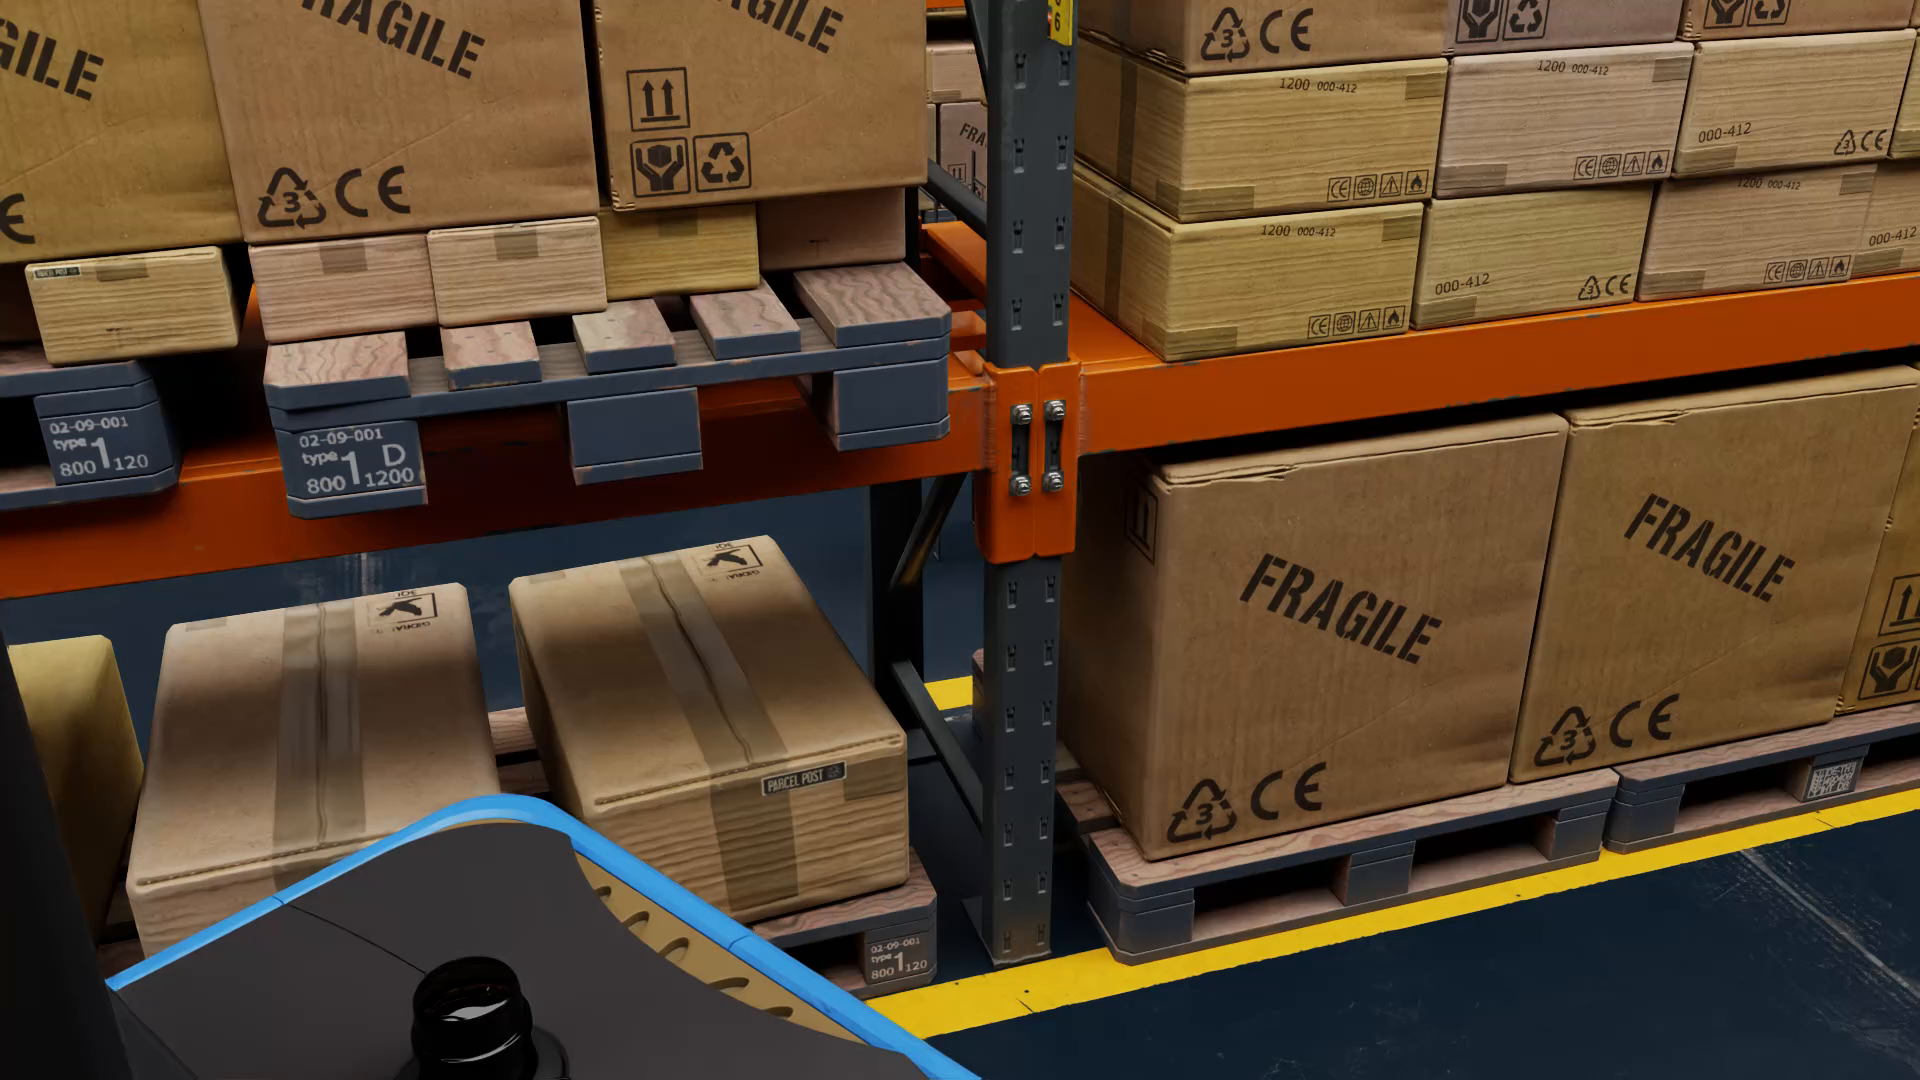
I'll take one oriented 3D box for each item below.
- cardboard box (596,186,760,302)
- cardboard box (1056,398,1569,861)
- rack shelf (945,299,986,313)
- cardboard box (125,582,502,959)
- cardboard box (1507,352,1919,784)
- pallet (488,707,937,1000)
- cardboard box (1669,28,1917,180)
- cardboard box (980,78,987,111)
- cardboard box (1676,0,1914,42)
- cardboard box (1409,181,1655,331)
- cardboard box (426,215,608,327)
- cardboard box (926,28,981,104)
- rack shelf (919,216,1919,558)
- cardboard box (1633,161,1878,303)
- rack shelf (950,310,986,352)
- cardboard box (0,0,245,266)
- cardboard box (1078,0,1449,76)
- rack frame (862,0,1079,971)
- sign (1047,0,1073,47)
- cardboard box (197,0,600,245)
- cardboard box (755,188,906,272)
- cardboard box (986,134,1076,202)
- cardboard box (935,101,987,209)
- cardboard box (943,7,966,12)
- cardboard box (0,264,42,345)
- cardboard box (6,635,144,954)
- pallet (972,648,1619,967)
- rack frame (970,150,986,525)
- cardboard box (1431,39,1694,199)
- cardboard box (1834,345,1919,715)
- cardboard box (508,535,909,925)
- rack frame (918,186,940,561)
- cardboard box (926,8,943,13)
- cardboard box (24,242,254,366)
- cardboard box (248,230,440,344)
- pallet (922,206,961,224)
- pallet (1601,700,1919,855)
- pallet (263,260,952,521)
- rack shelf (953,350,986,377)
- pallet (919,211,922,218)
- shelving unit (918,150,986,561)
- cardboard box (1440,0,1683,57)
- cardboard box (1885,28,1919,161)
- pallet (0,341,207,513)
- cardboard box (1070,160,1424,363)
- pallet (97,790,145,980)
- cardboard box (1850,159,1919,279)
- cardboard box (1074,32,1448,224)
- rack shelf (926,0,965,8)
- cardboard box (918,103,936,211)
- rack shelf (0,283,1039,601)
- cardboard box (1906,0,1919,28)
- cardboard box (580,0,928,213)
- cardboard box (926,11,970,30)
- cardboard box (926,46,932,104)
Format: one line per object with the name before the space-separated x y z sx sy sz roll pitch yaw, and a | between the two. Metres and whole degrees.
cardboard box | -0.494 -0.534 2.762 0.250 0.149 0.380 -8 27 -15
cardboard box | 0.659 0.033 3.726 0.875 0.875 0.875 -8 28 -17
rack shelf | -0.014 -0.711 4.892 0.180 0.103 0.258 -8 28 -16
cardboard box | -1.263 0.497 3.358 0.625 0.372 0.950 -9 28 -17
cardboard box | 1.509 -0.088 3.970 0.875 0.875 0.875 -8 27 -15
pallet | -0.767 0.686 3.631 1.213 0.211 1.003 -8 28 -16
cardboard box | 1.505 -0.926 3.349 0.500 0.250 0.500 -8 28 -16
cardboard box | 0.359 -1.001 3.500 0.500 0.250 0.500 -8 28 -16
cardboard box | 1.487 -1.264 3.187 0.500 0.500 0.500 -7 27 -15
cardboard box | 1.003 -0.642 3.339 0.500 0.250 0.500 -9 28 -18
cardboard box | -0.720 -0.480 2.654 0.250 0.149 0.380 -8 28 -17
cardboard box | 0.035 -2.279 7.962 0.500 0.250 0.500 -8 28 -16
rack shelf | 1.879 -0.623 3.941 4.000 0.370 1.077 -8 28 -16
cardboard box | 1.504 -0.712 3.479 0.500 0.250 0.500 -7 27 -14
rack shelf | -0.014 -0.603 4.946 0.180 0.103 0.258 -8 28 -16
cardboard box | -1.337 -0.710 2.388 0.500 0.500 0.500 -10 28 -20
cardboard box | 0.522 -1.127 2.911 0.500 0.500 0.500 -9 28 -18
rack frame | -0.023 -0.670 3.227 0.127 3.000 1.000 -8 28 -16
sign | 0.154 -0.925 2.527 0.005 0.325 0.100 -8 28 -16
cardboard box | -0.857 -0.780 2.529 0.500 0.500 0.500 -9 28 -17
cardboard box | -0.262 -0.601 2.898 0.250 0.149 0.380 -7 27 -14
cardboard box | 0.377 -0.782 3.621 0.500 0.250 0.500 -9 28 -18
cardboard box | 0.063 -1.951 8.144 0.500 0.500 0.500 -9 28 -17
cardboard box | 0.109 -4.551 12.961 0.875 0.875 1.225 -8 28 -16
cardboard box | -1.497 -0.424 2.540 0.250 0.149 0.380 -8 28 -16
cardboard box | -1.985 0.599 3.152 0.625 0.372 0.950 -7 27 -14
pallet | 0.750 0.502 4.001 1.213 0.211 1.003 -8 28 -16
rack frame | 0.073 -0.548 5.005 0.006 1.200 0.240 -8 28 -16
cardboard box | 1.027 -0.863 3.221 0.500 0.250 0.500 -8 27 -15
cardboard box | 2.359 -0.211 4.218 0.875 0.875 0.875 -7 27 -15
cardboard box | -0.563 0.392 3.569 0.625 0.372 0.950 -10 28 -20
rack frame | -0.101 -0.523 4.954 0.006 1.200 0.240 -8 28 -16
cardboard box | -0.740 -4.427 12.712 0.875 0.875 1.225 -9 28 -18
cardboard box | -1.219 -0.405 2.502 0.250 0.149 0.380 -8 27 -15
cardboard box | -0.962 -0.449 2.591 0.250 0.149 0.380 -10 28 -19
pallet | 0.249 -1.774 8.585 1.213 0.211 1.003 -8 28 -16
pallet | 1.908 0.336 4.336 1.213 0.211 1.003 -8 28 -16
pallet | -0.668 -0.441 2.981 1.003 0.211 1.213 -8 28 -16
rack shelf | -0.014 -0.496 4.999 0.180 0.103 0.258 -8 28 -16
pallet | -0.909 -1.607 8.250 1.213 0.211 1.003 -8 28 -16
shelving unit | -0.014 -0.535 4.979 0.189 1.200 0.258 -8 28 -16
cardboard box | 0.990 -1.200 3.056 0.500 0.500 0.500 -8 28 -16
cardboard box | 1.991 -0.991 3.479 0.500 0.250 0.500 -8 27 -15
pallet | -1.893 -0.294 2.685 1.213 0.211 1.003 -8 28 -16
cardboard box | 0.520 -0.564 3.181 0.500 0.250 0.500 -9 28 -17
pallet | -1.925 0.852 3.296 1.213 0.211 1.003 -8 28 -16
cardboard box | 1.972 -0.781 3.619 0.500 0.250 0.500 -8 28 -16
cardboard box | 0.535 -0.792 3.079 0.500 0.250 0.500 -8 28 -16
rack shelf | 0.250 -2.702 8.129 4.000 0.370 1.077 -8 28 -16
cardboard box | -0.423 -1.878 7.998 0.500 0.500 0.500 -8 27 -15
rack shelf | -1.925 -0.073 2.832 4.000 0.370 1.077 -8 28 -16
cardboard box | 1.968 -1.332 3.324 0.500 0.500 0.500 -8 27 -15
cardboard box | -0.369 -0.856 2.682 0.500 0.500 0.500 -9 28 -18
cardboard box | -0.118 -2.496 8.400 0.500 0.250 0.500 -8 27 -15
cardboard box | -0.439 -2.216 7.836 0.500 0.250 0.500 -9 28 -17
